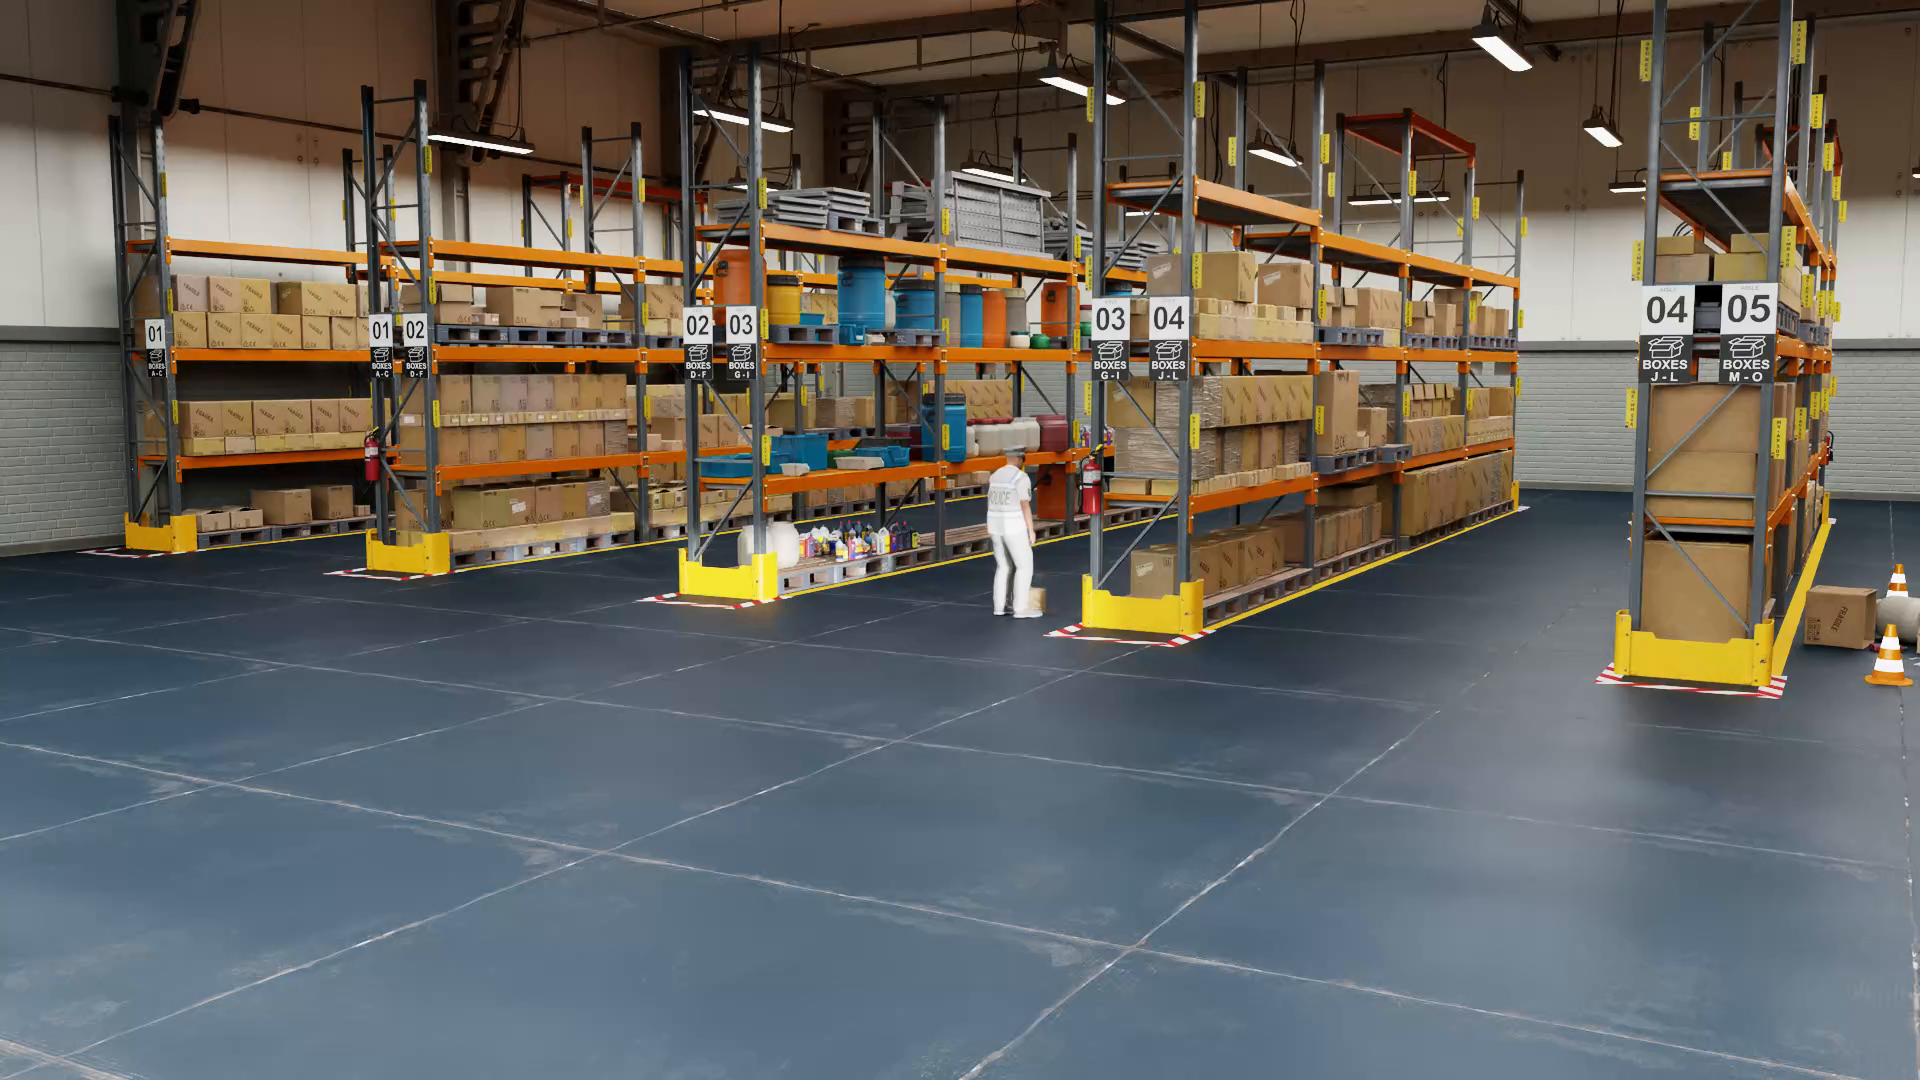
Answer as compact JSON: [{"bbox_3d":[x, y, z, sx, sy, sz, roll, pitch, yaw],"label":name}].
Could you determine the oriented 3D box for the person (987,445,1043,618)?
[{"bbox_3d":[0.518,-0.092,16.986,0.442,1.747,0.585,-6,8,-44],"label":"person"}]
